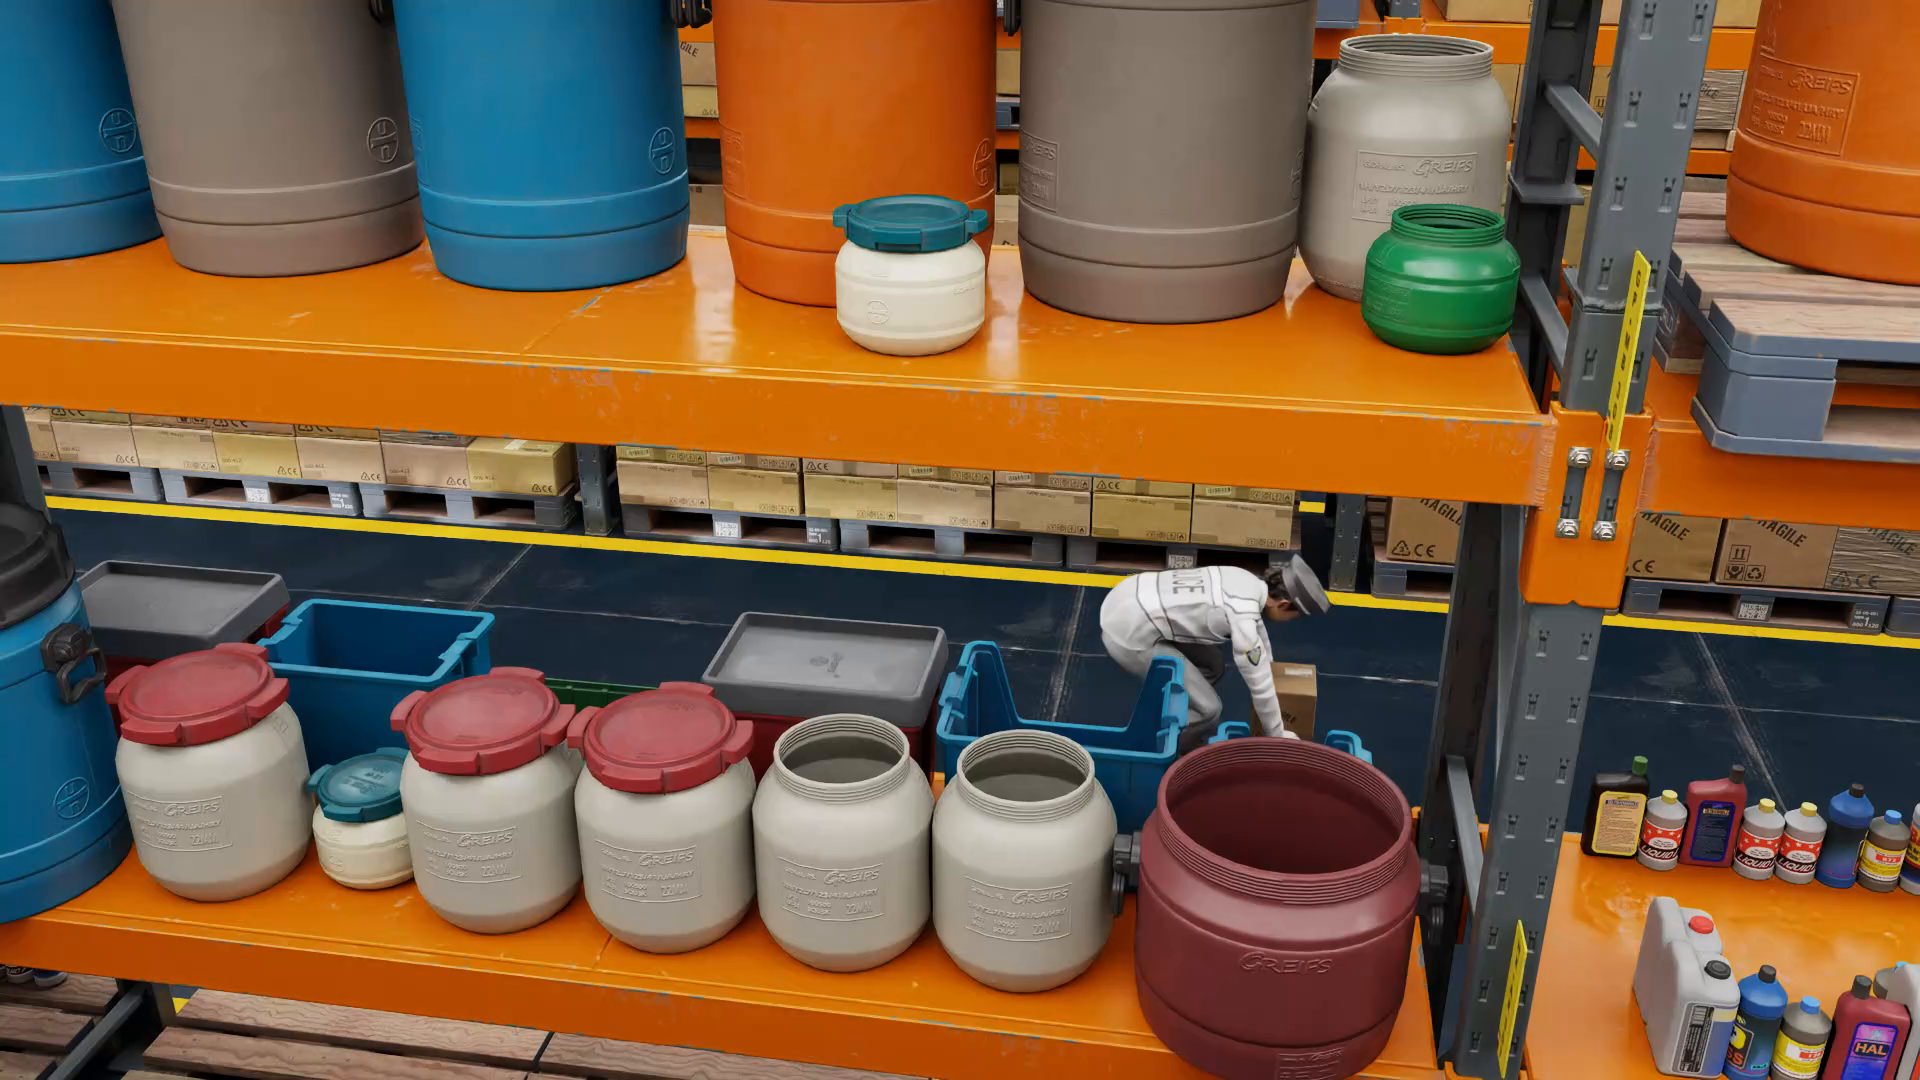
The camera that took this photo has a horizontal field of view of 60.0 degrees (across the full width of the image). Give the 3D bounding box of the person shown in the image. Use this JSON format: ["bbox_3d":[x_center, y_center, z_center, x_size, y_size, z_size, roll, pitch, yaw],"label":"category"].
[{"bbox_3d":[1.024,0.519,6.799,0.916,0.989,0.452,3,25,6],"label":"person"}]
